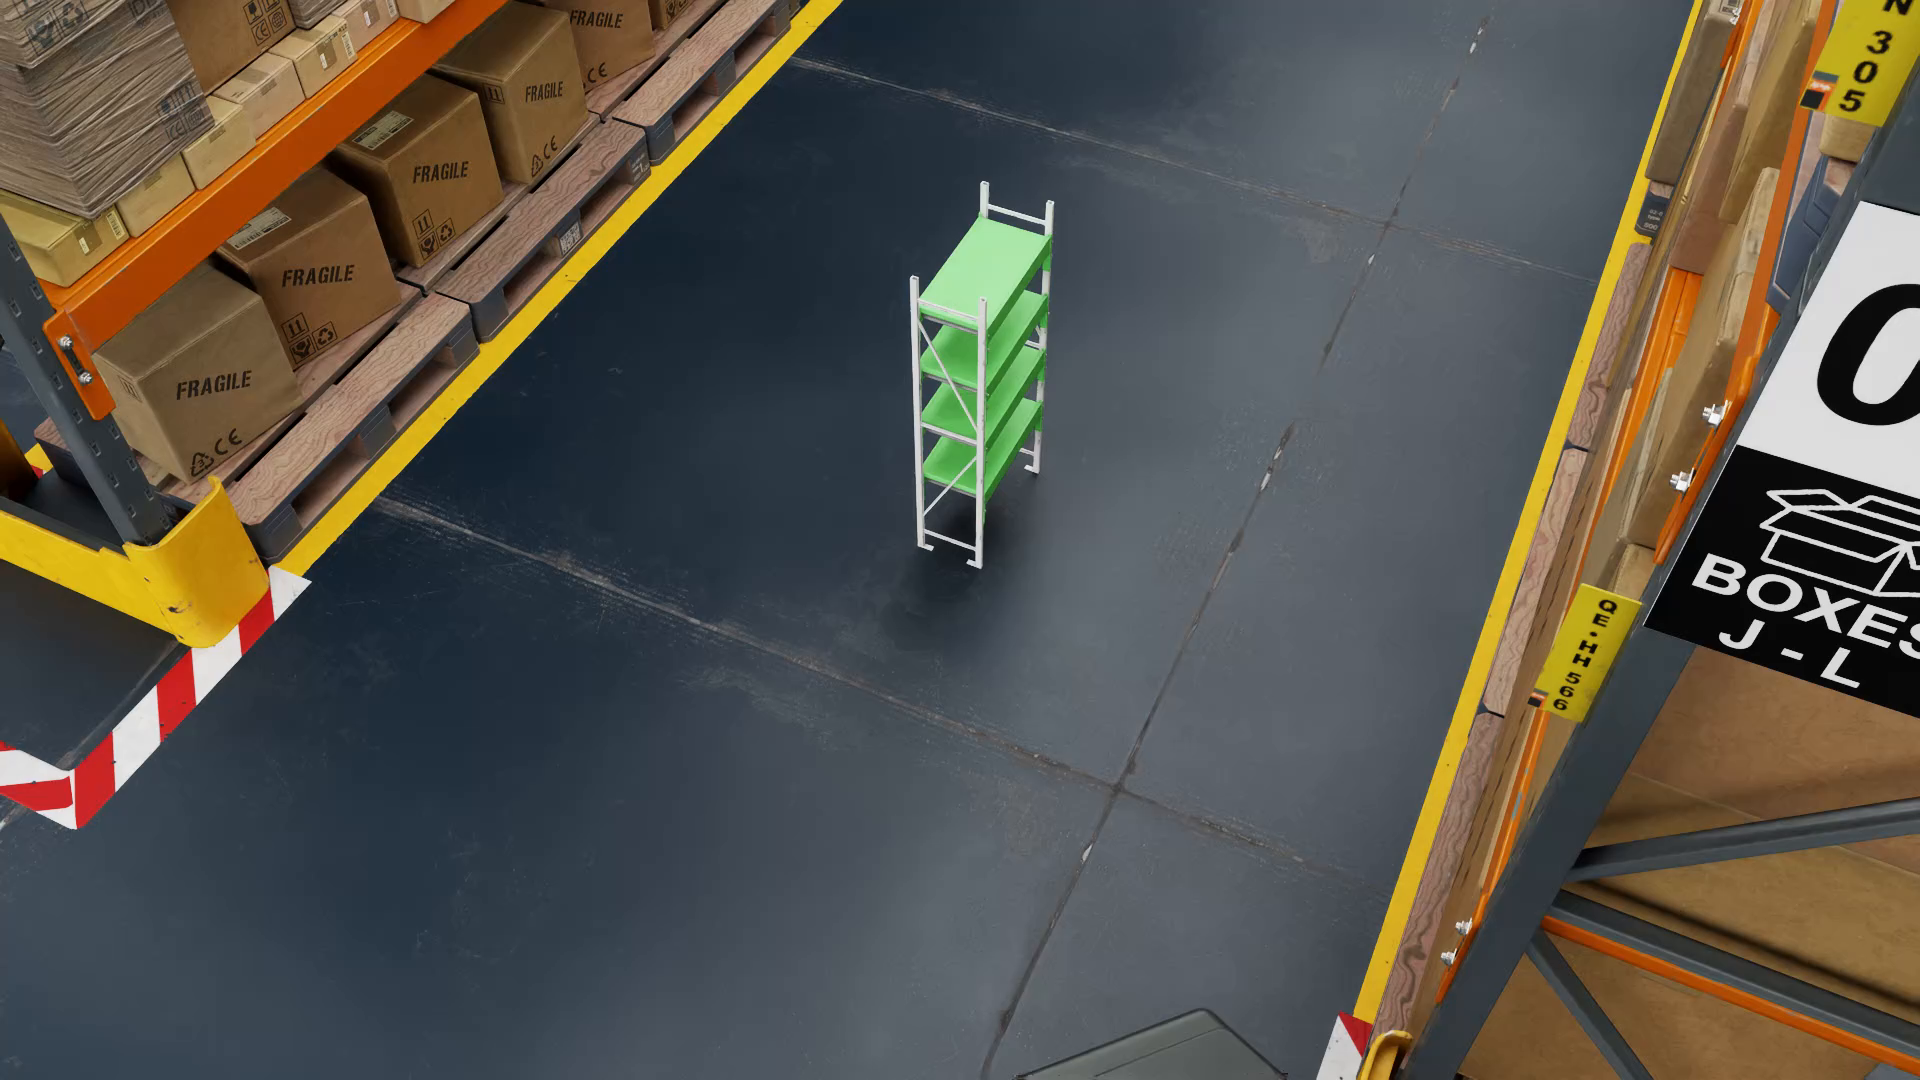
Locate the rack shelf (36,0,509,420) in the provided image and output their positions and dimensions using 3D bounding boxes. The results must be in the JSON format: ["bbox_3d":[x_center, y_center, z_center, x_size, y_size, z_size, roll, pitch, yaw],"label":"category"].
[{"bbox_3d":[-2.088,-2.000,5.954,1.077,0.370,4.000,20,52,16],"label":"rack shelf"}]

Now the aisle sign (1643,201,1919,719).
[{"bbox_3d":[1.197,-0.063,2.128,0.394,0.787,0.004,20,52,16],"label":"aisle sign"}]

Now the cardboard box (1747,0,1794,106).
[{"bbox_3d":[2.534,-1.339,4.112,0.875,0.550,0.550,20,52,16],"label":"cardboard box"}]

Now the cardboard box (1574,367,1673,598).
[{"bbox_3d":[1.831,0.123,3.577,0.875,0.550,0.550,20,52,16],"label":"cardboard box"}]

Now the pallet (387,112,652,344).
[{"bbox_3d":[-2.009,-1.389,6.793,1.003,0.211,1.213,20,52,16],"label":"pallet"}]

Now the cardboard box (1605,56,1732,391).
[{"bbox_3d":[2.875,-0.964,5.720,0.875,0.875,0.875,21,53,17],"label":"cardboard box"}]

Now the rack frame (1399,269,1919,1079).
[{"bbox_3d":[1.499,0.828,3.076,1.000,3.000,0.127,20,52,16],"label":"rack frame"}]

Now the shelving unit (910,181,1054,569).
[{"bbox_3d":[0.071,-0.503,5.390,0.258,1.200,0.503,20,52,16],"label":"shelving unit"}]

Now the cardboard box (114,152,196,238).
[{"bbox_3d":[-2.481,-1.059,4.846,0.380,0.149,0.250,20,52,16],"label":"cardboard box"}]

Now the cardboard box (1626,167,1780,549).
[{"bbox_3d":[1.844,-0.222,3.162,0.875,0.550,0.550,20,52,16],"label":"cardboard box"}]

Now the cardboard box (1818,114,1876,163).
[{"bbox_3d":[1.334,-0.571,2.120,0.380,0.149,0.250,20,52,16],"label":"cardboard box"}]

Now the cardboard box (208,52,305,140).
[{"bbox_3d":[-2.273,-1.405,5.141,0.380,0.149,0.250,20,52,16],"label":"cardboard box"}]

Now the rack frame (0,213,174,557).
[{"bbox_3d":[-2.943,-0.856,4.509,1.000,3.000,0.127,20,52,16],"label":"rack frame"}]

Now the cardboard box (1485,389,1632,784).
[{"bbox_3d":[2.103,0.285,4.657,0.875,0.875,0.875,19,52,16],"label":"cardboard box"}]

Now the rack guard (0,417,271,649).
[{"bbox_3d":[-2.910,-0.098,5.505,1.175,0.500,0.348,20,52,16],"label":"rack guard"}]

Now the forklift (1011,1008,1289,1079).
[{"bbox_3d":[0.430,1.971,2.149,1.130,2.935,3.031,-37,59,-27],"label":"forklift"}]

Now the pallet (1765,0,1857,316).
[{"bbox_3d":[1.806,-0.630,2.405,1.003,0.211,1.213,20,52,16],"label":"pallet"}]

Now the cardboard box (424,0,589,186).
[{"bbox_3d":[-1.873,-1.824,6.698,0.500,0.500,0.500,16,51,13],"label":"cardboard box"}]

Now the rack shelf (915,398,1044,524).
[{"bbox_3d":[0.071,-0.306,5.621,0.258,0.148,0.480,20,52,16],"label":"rack shelf"}]

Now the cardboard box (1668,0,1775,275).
[{"bbox_3d":[2.509,-0.998,4.531,0.875,0.550,0.550,20,52,16],"label":"cardboard box"}]

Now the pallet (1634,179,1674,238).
[{"bbox_3d":[3.469,-1.579,6.955,1.003,0.211,1.213,20,52,16],"label":"pallet"}]

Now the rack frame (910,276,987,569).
[{"bbox_3d":[-0.034,-0.335,5.247,0.240,1.200,0.015,20,52,16],"label":"rack frame"}]

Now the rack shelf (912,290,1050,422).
[{"bbox_3d":[0.071,-0.617,5.256,0.258,0.148,0.480,20,52,16],"label":"rack shelf"}]

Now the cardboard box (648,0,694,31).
[{"bbox_3d":[-1.441,-2.674,7.421,0.500,0.500,0.500,18,52,15],"label":"cardboard box"}]

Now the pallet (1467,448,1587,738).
[{"bbox_3d":[2.292,0.318,5.341,1.003,0.211,1.213,20,52,16],"label":"pallet"}]

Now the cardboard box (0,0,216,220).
[{"bbox_3d":[-2.683,-1.354,4.672,0.875,0.500,0.500,20,52,16],"label":"cardboard box"}]

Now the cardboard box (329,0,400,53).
[{"bbox_3d":[-2.077,-1.756,5.439,0.380,0.149,0.250,20,52,16],"label":"cardboard box"}]

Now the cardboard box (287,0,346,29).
[{"bbox_3d":[-2.325,-2.068,5.279,0.875,0.500,0.500,20,52,16],"label":"cardboard box"}]

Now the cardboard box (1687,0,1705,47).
[{"bbox_3d":[3.807,-2.453,7.069,1.050,0.750,0.750,20,52,16],"label":"cardboard box"}]

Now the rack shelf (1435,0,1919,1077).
[{"bbox_3d":[2.353,-0.316,4.522,1.077,0.370,4.000,20,52,16],"label":"rack shelf"}]

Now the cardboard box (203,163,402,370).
[{"bbox_3d":[-2.436,-1.029,6.022,0.500,0.500,0.500,33,57,25],"label":"cardboard box"}]

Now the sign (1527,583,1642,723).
[{"bbox_3d":[1.014,0.190,2.703,0.100,0.325,0.005,20,52,16],"label":"sign"}]
